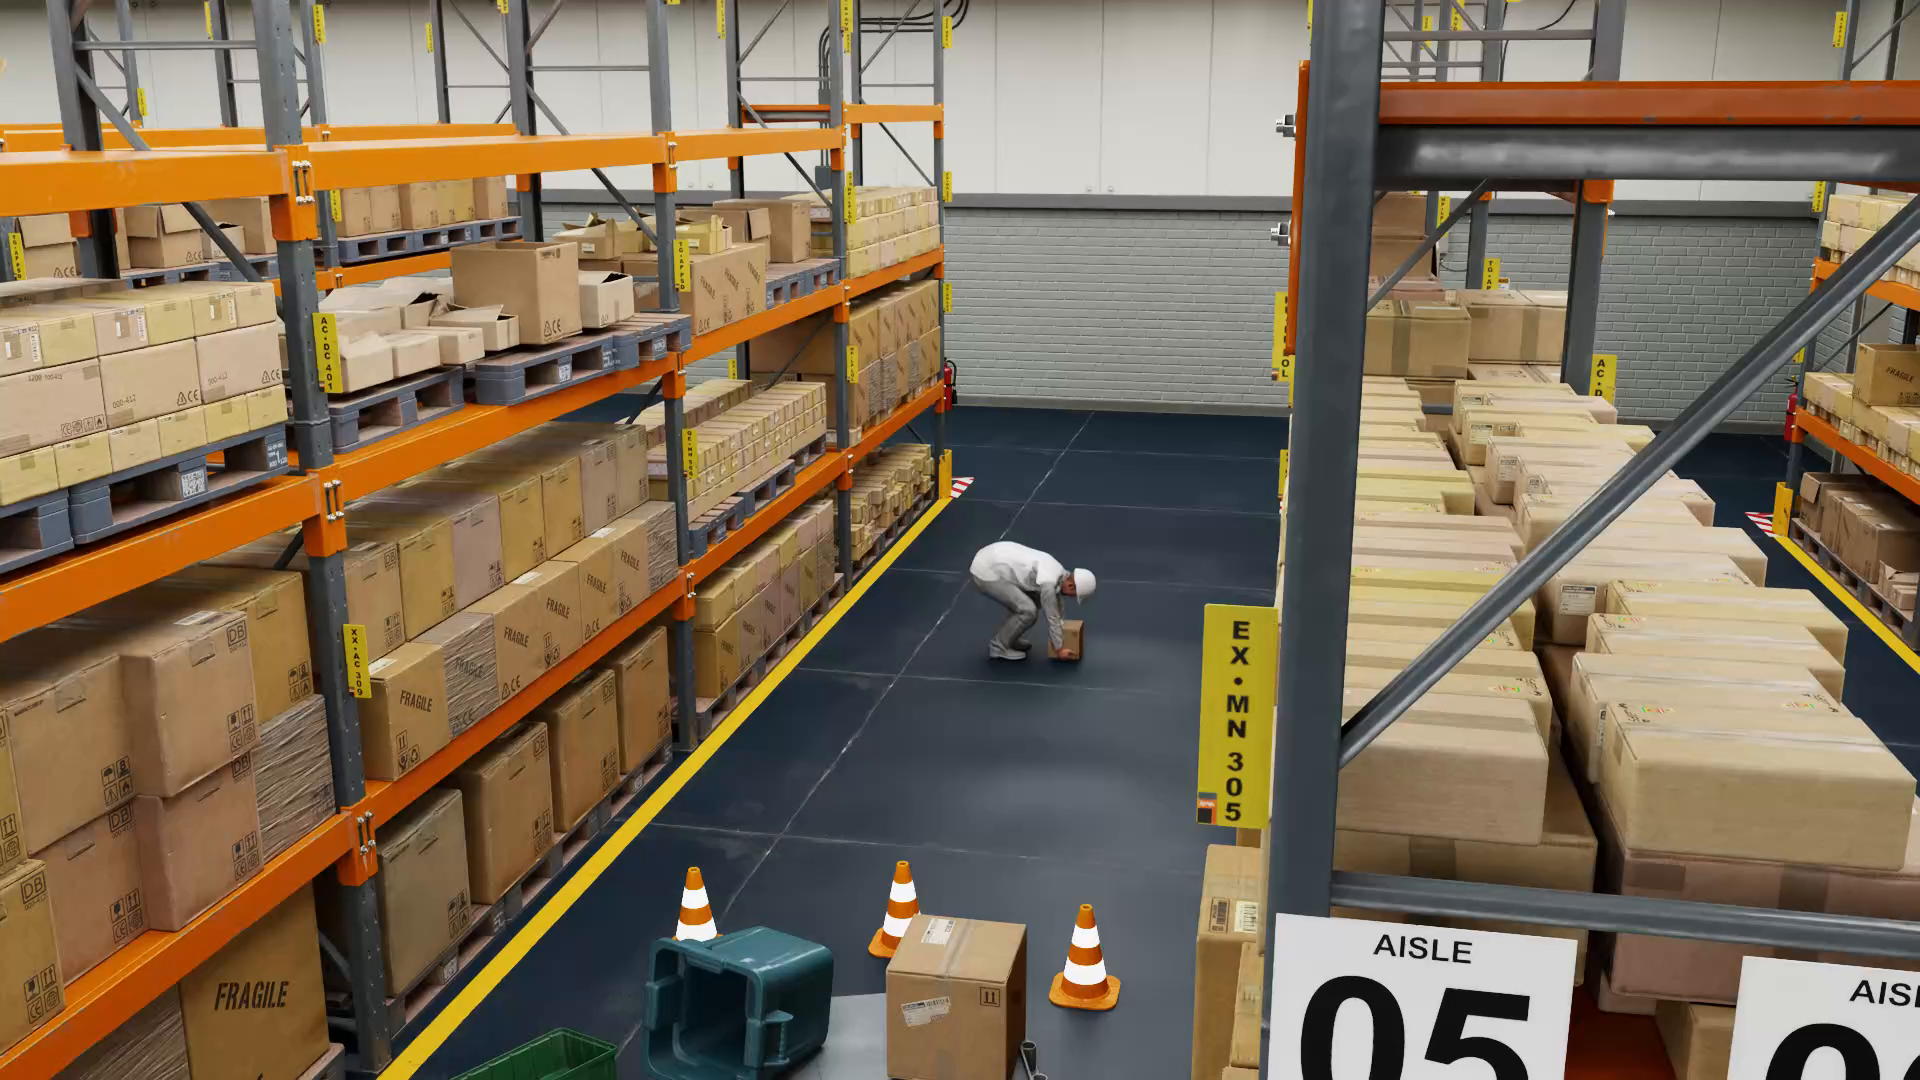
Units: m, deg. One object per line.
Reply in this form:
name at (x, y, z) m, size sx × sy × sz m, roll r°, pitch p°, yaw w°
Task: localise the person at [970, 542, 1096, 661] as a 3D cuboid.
person at (0.584, 0.477, 13.319) m, size 0.999 × 0.924 × 0.518 m, roll 2°, pitch 15°, yaw 9°
